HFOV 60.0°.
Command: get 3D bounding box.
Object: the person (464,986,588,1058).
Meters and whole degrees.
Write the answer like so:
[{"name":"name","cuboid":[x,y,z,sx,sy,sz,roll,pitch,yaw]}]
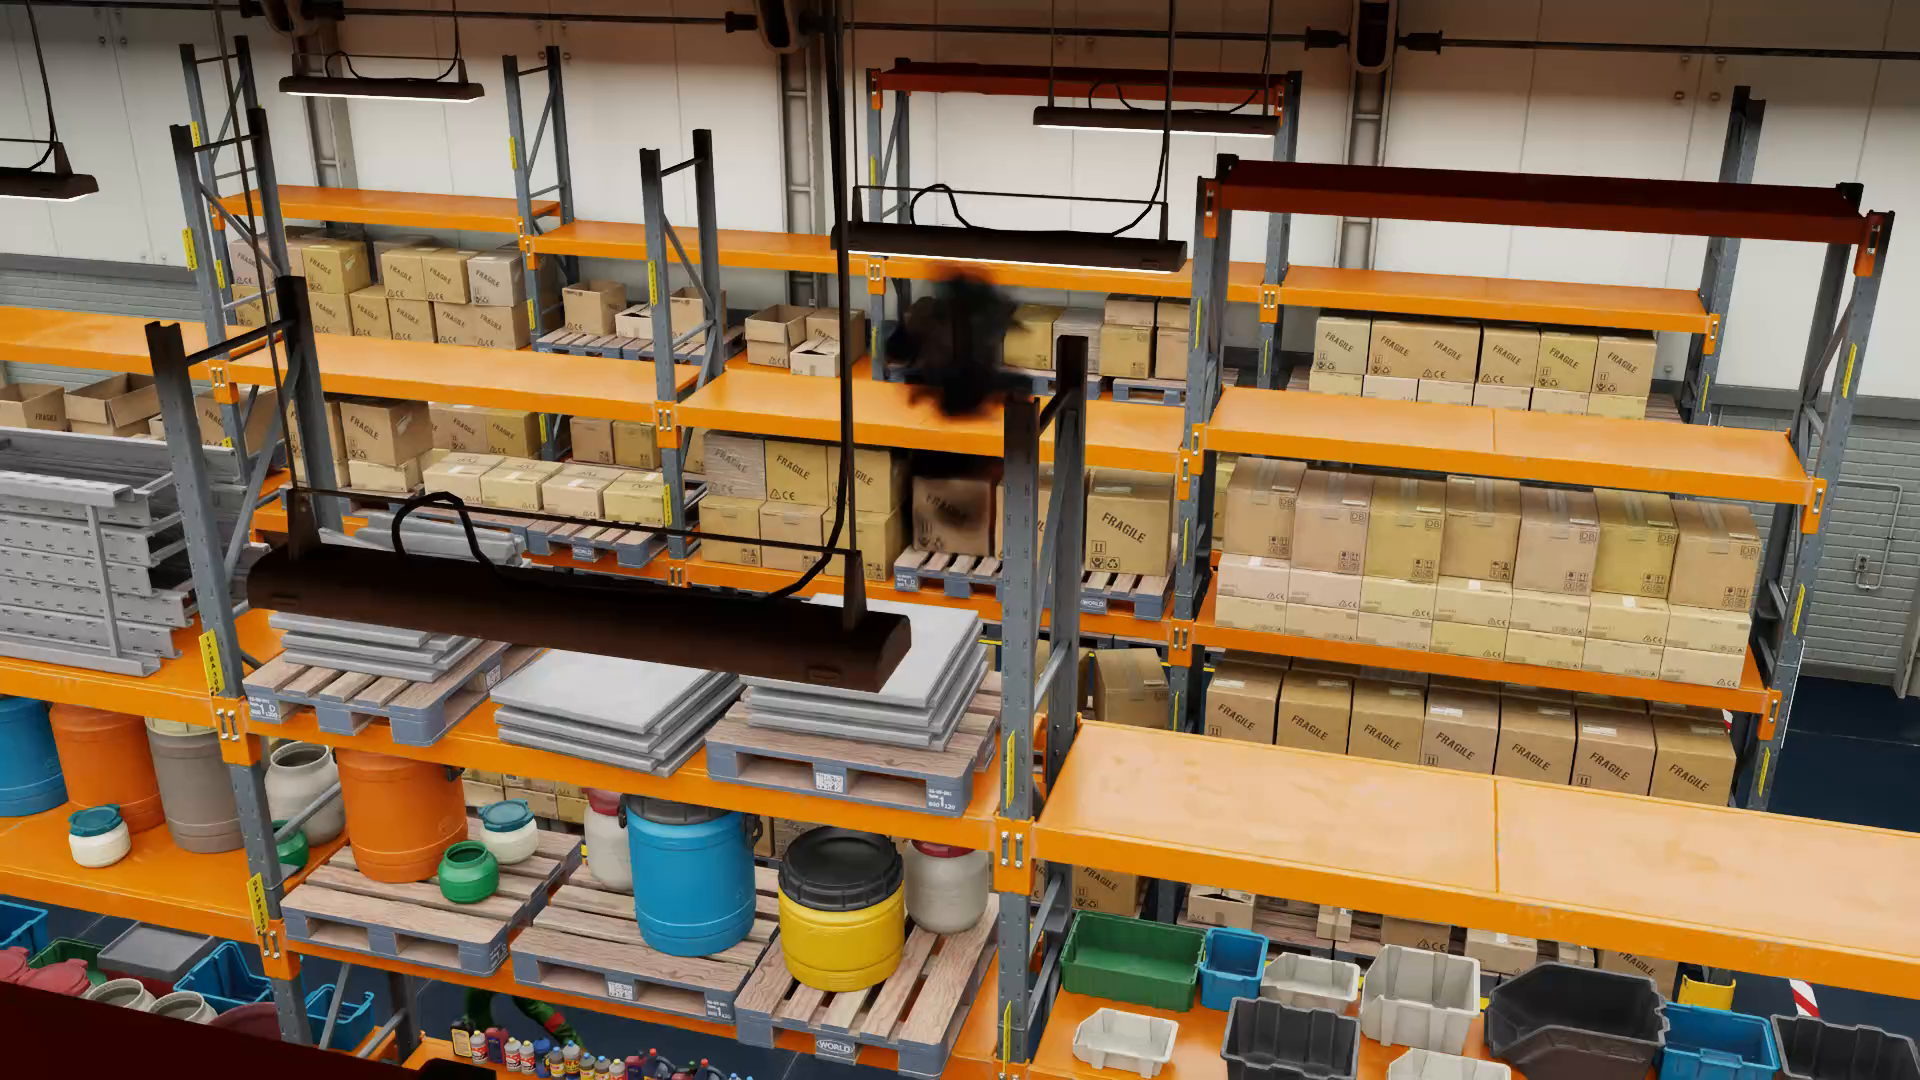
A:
[{"name":"person","cuboid":[-3.097,2.933,11.372,0.973,1.817,0.675,10,25,23]}]
